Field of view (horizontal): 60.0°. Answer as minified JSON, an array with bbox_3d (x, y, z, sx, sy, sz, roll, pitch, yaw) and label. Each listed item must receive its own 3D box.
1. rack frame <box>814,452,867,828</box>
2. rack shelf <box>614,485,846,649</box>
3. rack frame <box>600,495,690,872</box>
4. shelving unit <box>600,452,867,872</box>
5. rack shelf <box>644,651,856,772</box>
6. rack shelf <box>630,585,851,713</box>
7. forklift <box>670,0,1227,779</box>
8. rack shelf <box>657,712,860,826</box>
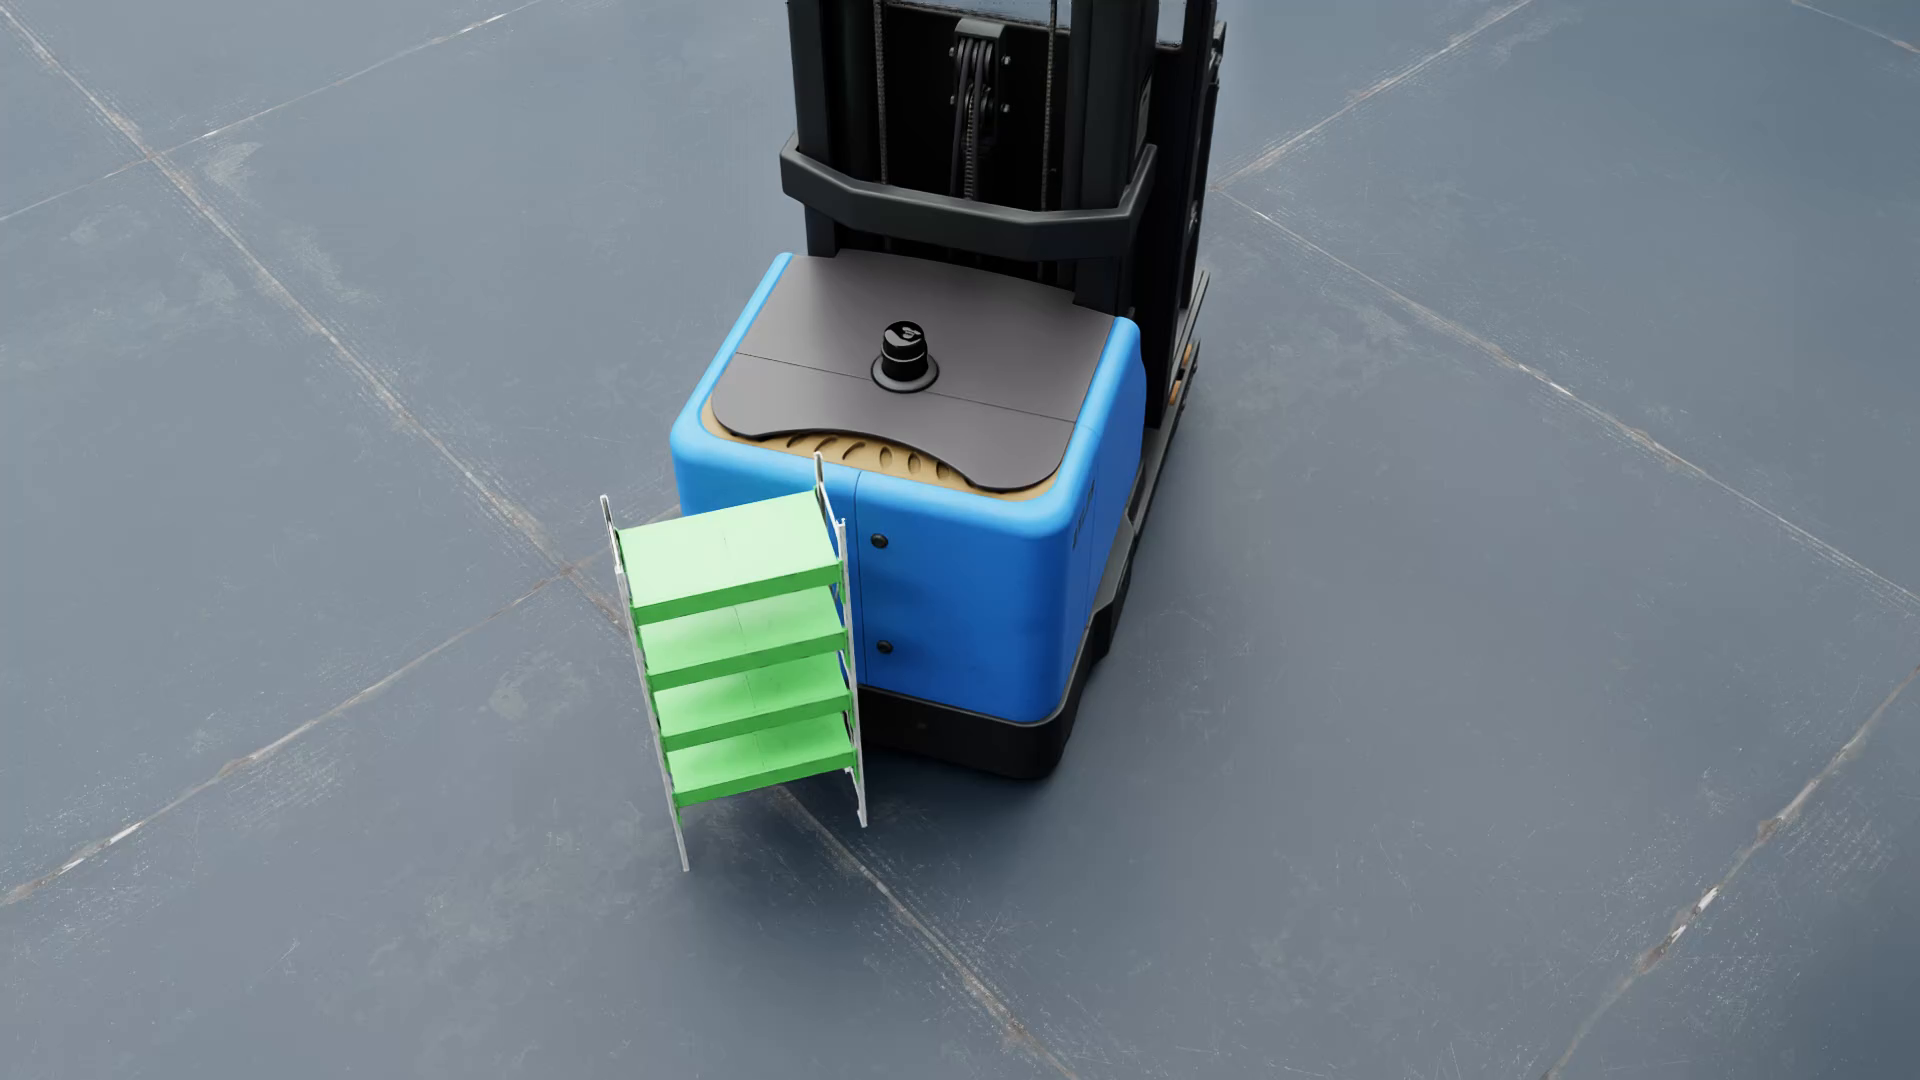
[{"bbox_3d":[-0.293,0.290,4.166,0.015,1.200,0.240,-12,49,-11],"label":"rack frame"},{"bbox_3d":[-0.527,0.059,3.813,0.480,0.148,0.258,-12,49,-11],"label":"rack shelf"},{"bbox_3d":[-0.761,0.392,4.072,0.015,1.200,0.240,-12,49,-11],"label":"rack frame"},{"bbox_3d":[-0.527,0.341,4.119,0.503,1.200,0.258,-12,49,-11],"label":"shelving unit"},{"bbox_3d":[-0.527,0.385,4.166,0.480,0.148,0.258,-12,49,-11],"label":"rack shelf"},{"bbox_3d":[-0.527,0.222,3.989,0.480,0.148,0.258,-12,49,-11],"label":"rack shelf"},{"bbox_3d":[0.189,-1.449,4.593,1.130,2.935,3.031,13,49,11],"label":"forklift"},{"bbox_3d":[-0.527,0.547,4.342,0.480,0.148,0.258,-12,49,-11],"label":"rack shelf"}]
